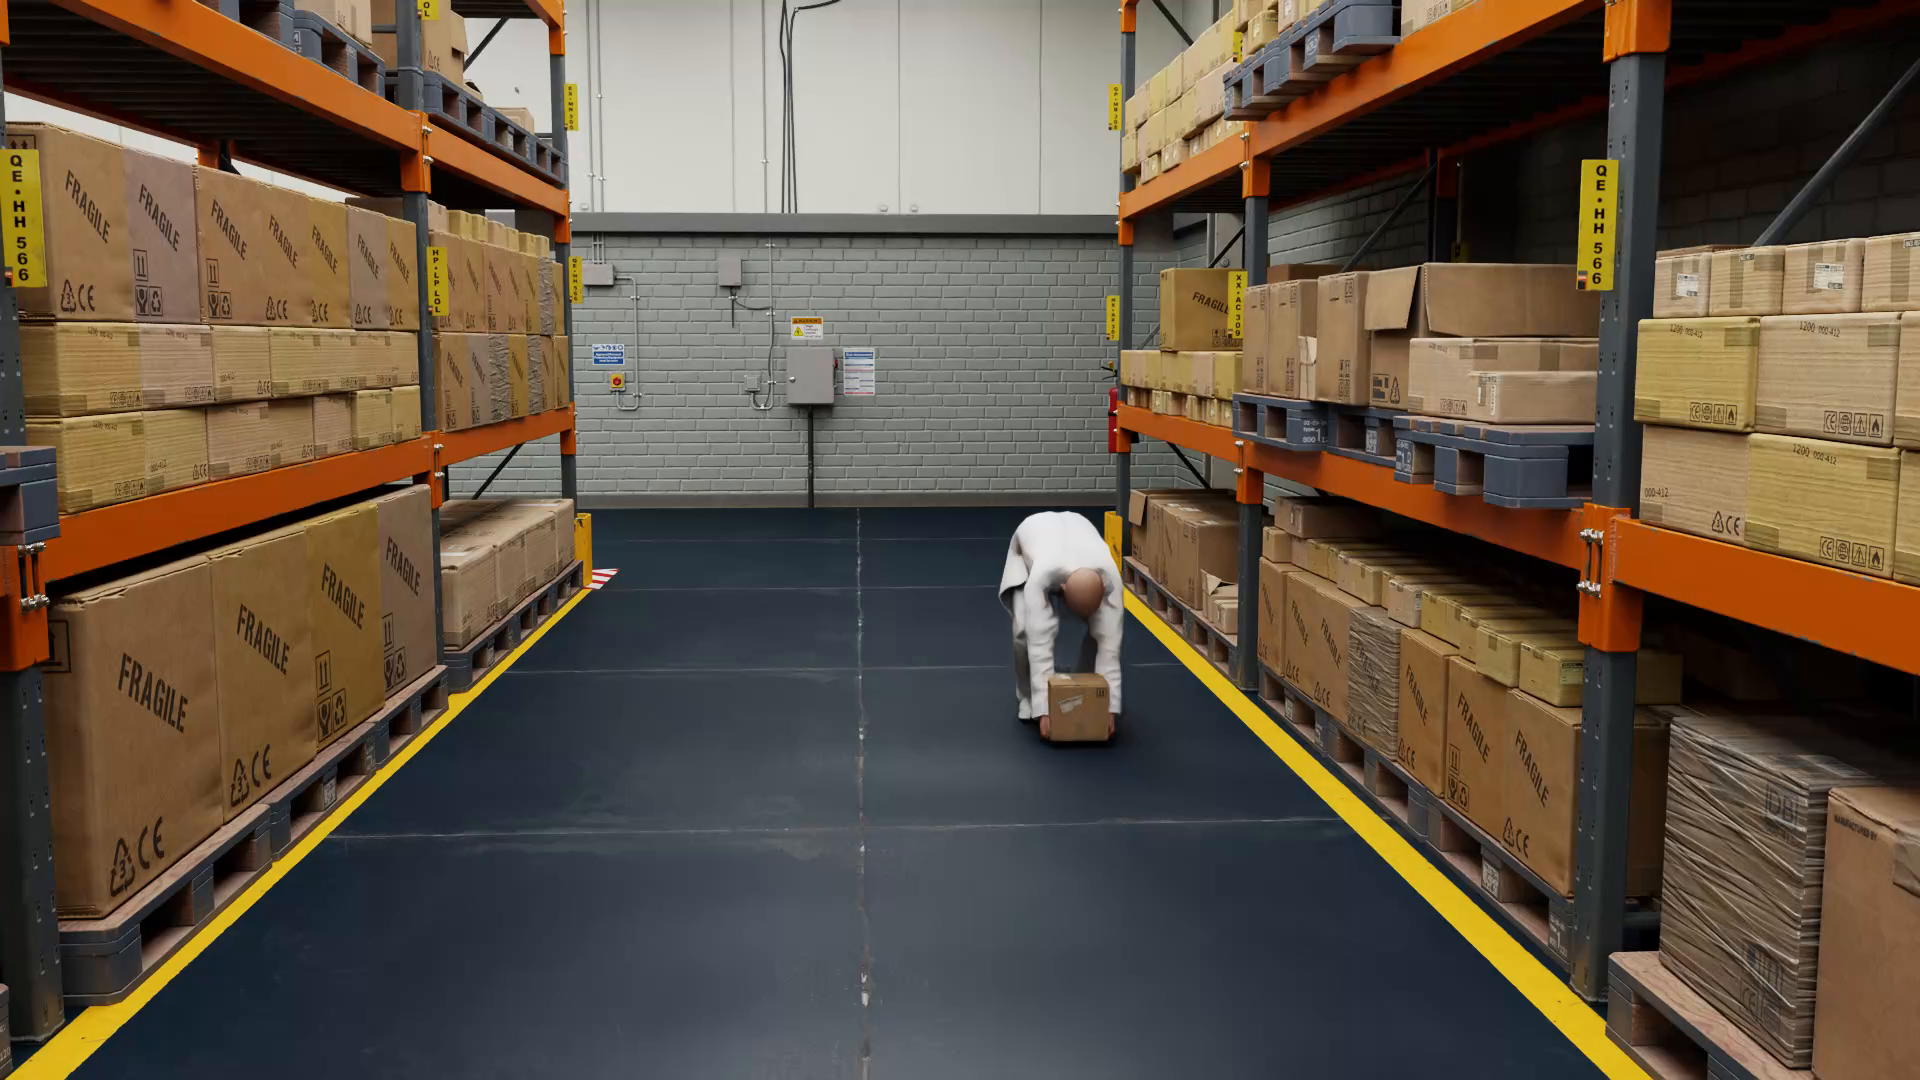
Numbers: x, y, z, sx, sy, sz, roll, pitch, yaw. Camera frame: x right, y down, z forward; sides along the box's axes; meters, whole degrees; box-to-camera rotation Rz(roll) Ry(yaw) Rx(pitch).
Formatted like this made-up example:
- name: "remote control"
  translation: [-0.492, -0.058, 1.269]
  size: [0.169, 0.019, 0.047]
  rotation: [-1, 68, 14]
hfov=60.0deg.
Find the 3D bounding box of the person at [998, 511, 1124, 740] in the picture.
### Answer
- name: "person"
  translation: [0.490, 0.368, 7.625]
  size: [0.594, 0.964, 0.952]
  rotation: [-1, 7, -8]
